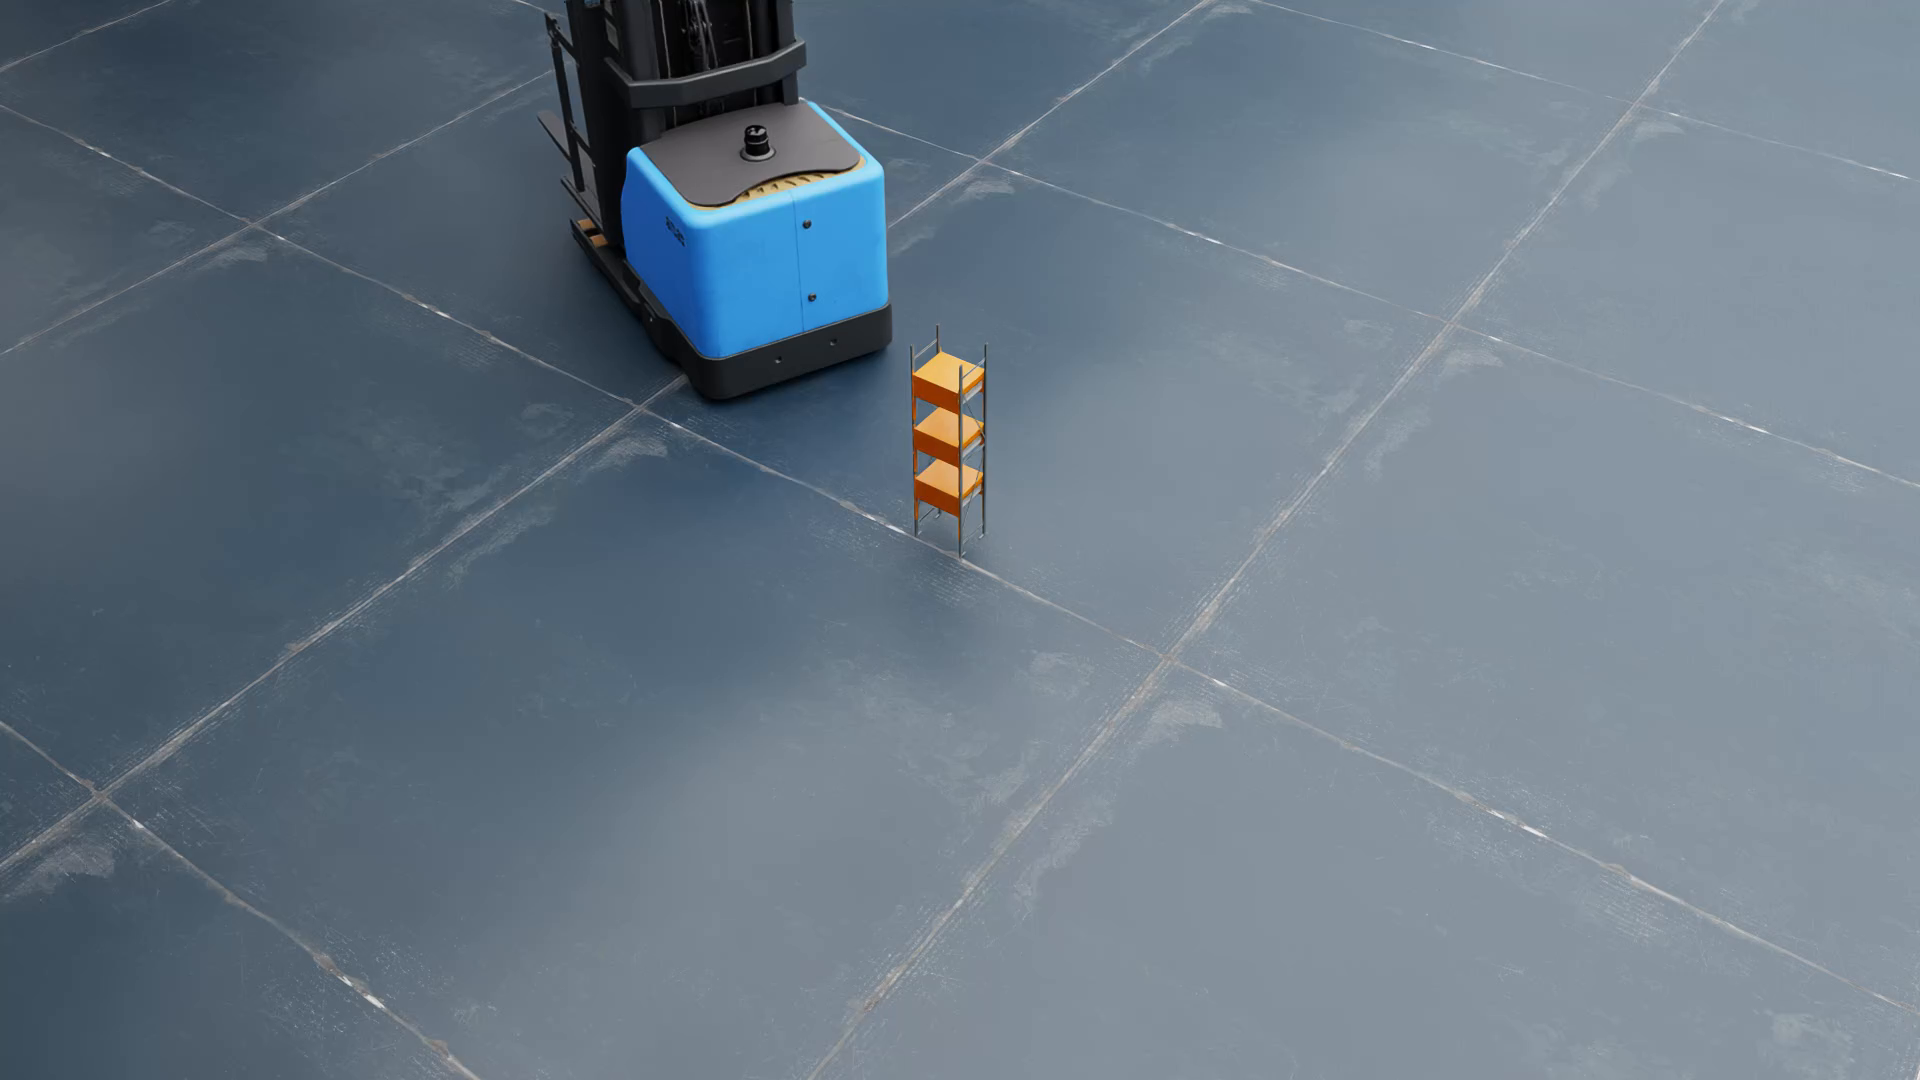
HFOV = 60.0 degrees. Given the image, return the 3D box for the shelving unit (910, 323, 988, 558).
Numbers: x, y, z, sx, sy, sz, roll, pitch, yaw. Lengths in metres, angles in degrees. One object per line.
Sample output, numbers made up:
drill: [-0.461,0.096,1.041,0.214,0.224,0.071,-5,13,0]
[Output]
shelving unit: [-0.044,-0.412,7.171,0.252,1.050,0.215,25,48,25]

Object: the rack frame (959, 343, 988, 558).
rack frame: [0.056,-0.365,7.119,0.008,1.050,0.200,25,48,25]

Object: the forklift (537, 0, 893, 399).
forklift: [-1.516,-2.752,8.375,1.130,2.935,3.031,-21,46,-22]

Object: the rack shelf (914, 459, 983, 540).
rack shelf: [-0.044,-0.197,7.364,0.240,0.259,0.215,25,48,25]

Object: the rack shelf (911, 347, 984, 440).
rack shelf: [-0.044,-0.615,6.989,0.240,0.259,0.215,25,48,25]

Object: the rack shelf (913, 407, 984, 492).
rack shelf: [-0.044,-0.404,7.178,0.240,0.259,0.215,25,48,25]

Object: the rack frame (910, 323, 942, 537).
rack frame: [-0.144,-0.458,7.223,0.008,1.050,0.200,25,48,25]
